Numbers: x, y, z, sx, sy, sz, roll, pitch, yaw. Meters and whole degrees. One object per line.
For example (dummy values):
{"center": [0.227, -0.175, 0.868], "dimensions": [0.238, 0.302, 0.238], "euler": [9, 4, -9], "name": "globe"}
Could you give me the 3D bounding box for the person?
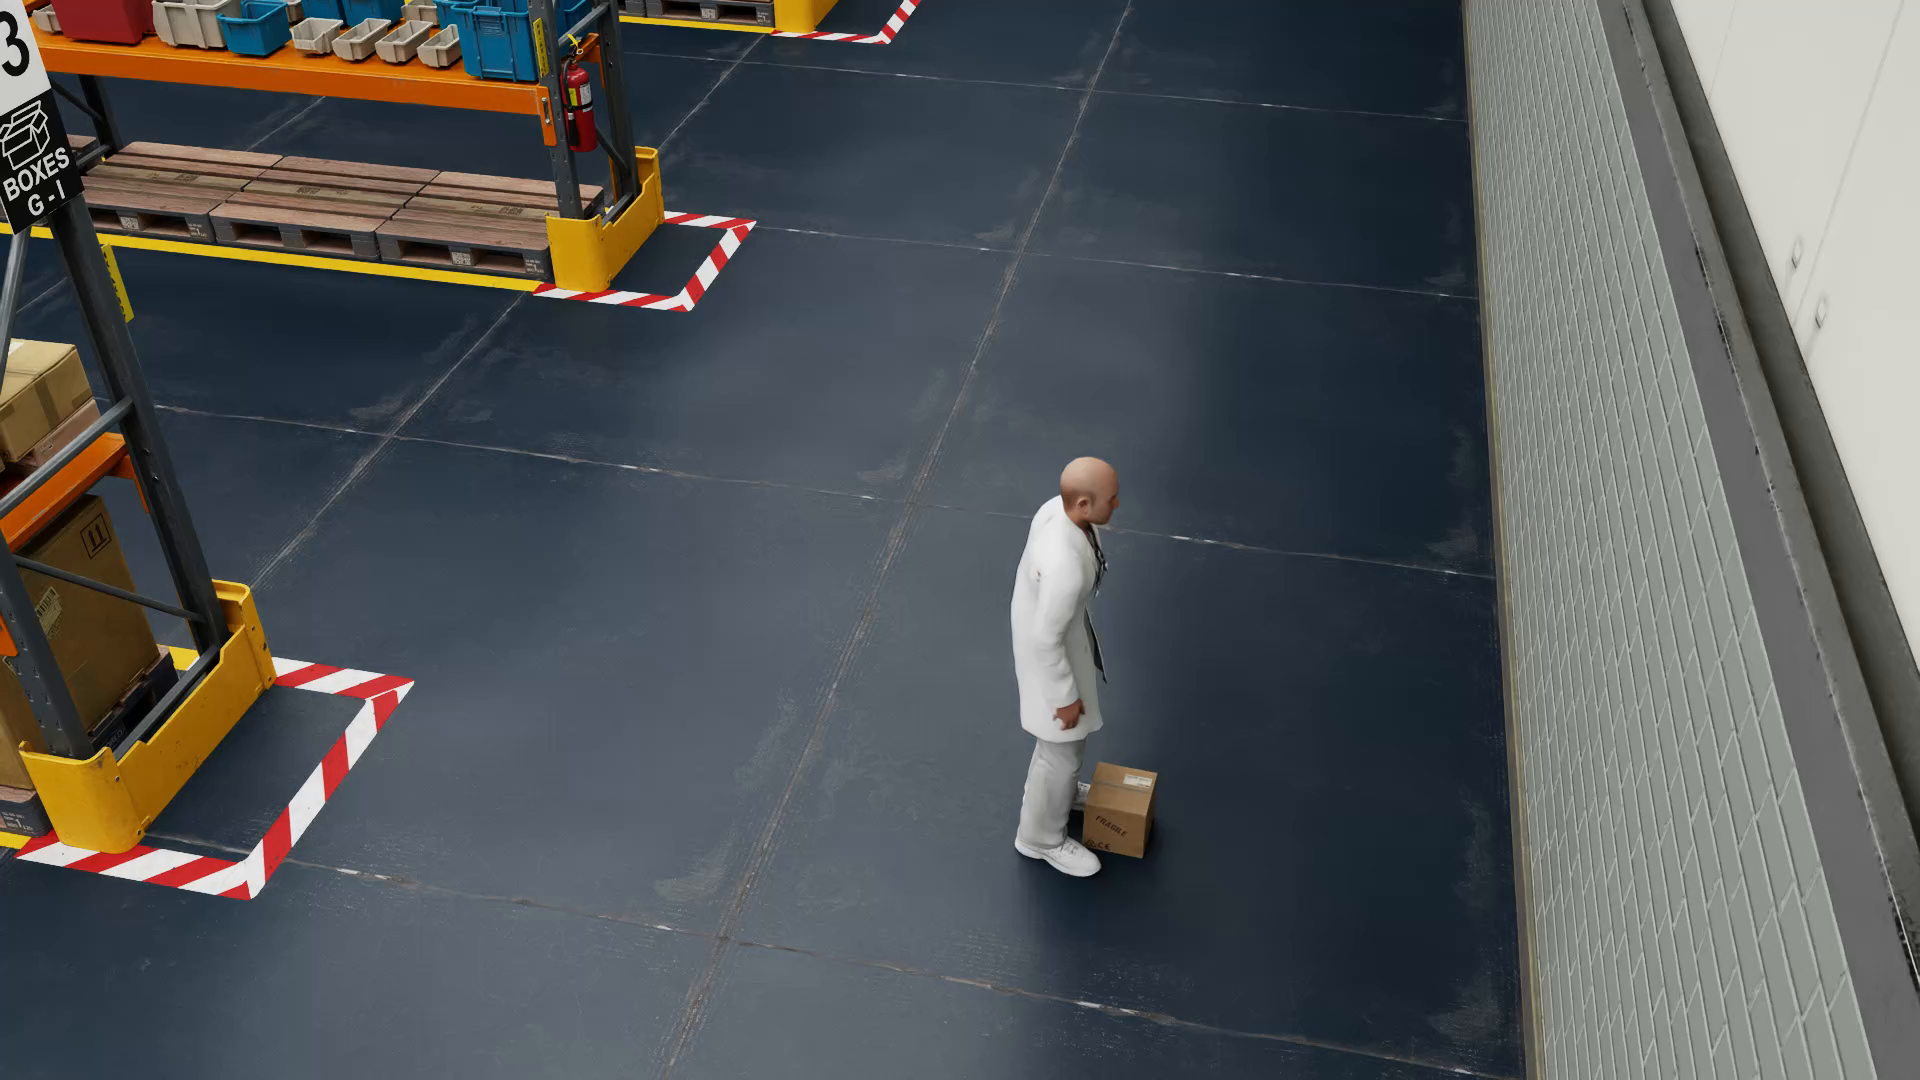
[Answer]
{"center": [0.406, 0.447, 6.368], "dimensions": [0.429, 1.772, 0.648], "euler": [5, 36, 7], "name": "person"}
